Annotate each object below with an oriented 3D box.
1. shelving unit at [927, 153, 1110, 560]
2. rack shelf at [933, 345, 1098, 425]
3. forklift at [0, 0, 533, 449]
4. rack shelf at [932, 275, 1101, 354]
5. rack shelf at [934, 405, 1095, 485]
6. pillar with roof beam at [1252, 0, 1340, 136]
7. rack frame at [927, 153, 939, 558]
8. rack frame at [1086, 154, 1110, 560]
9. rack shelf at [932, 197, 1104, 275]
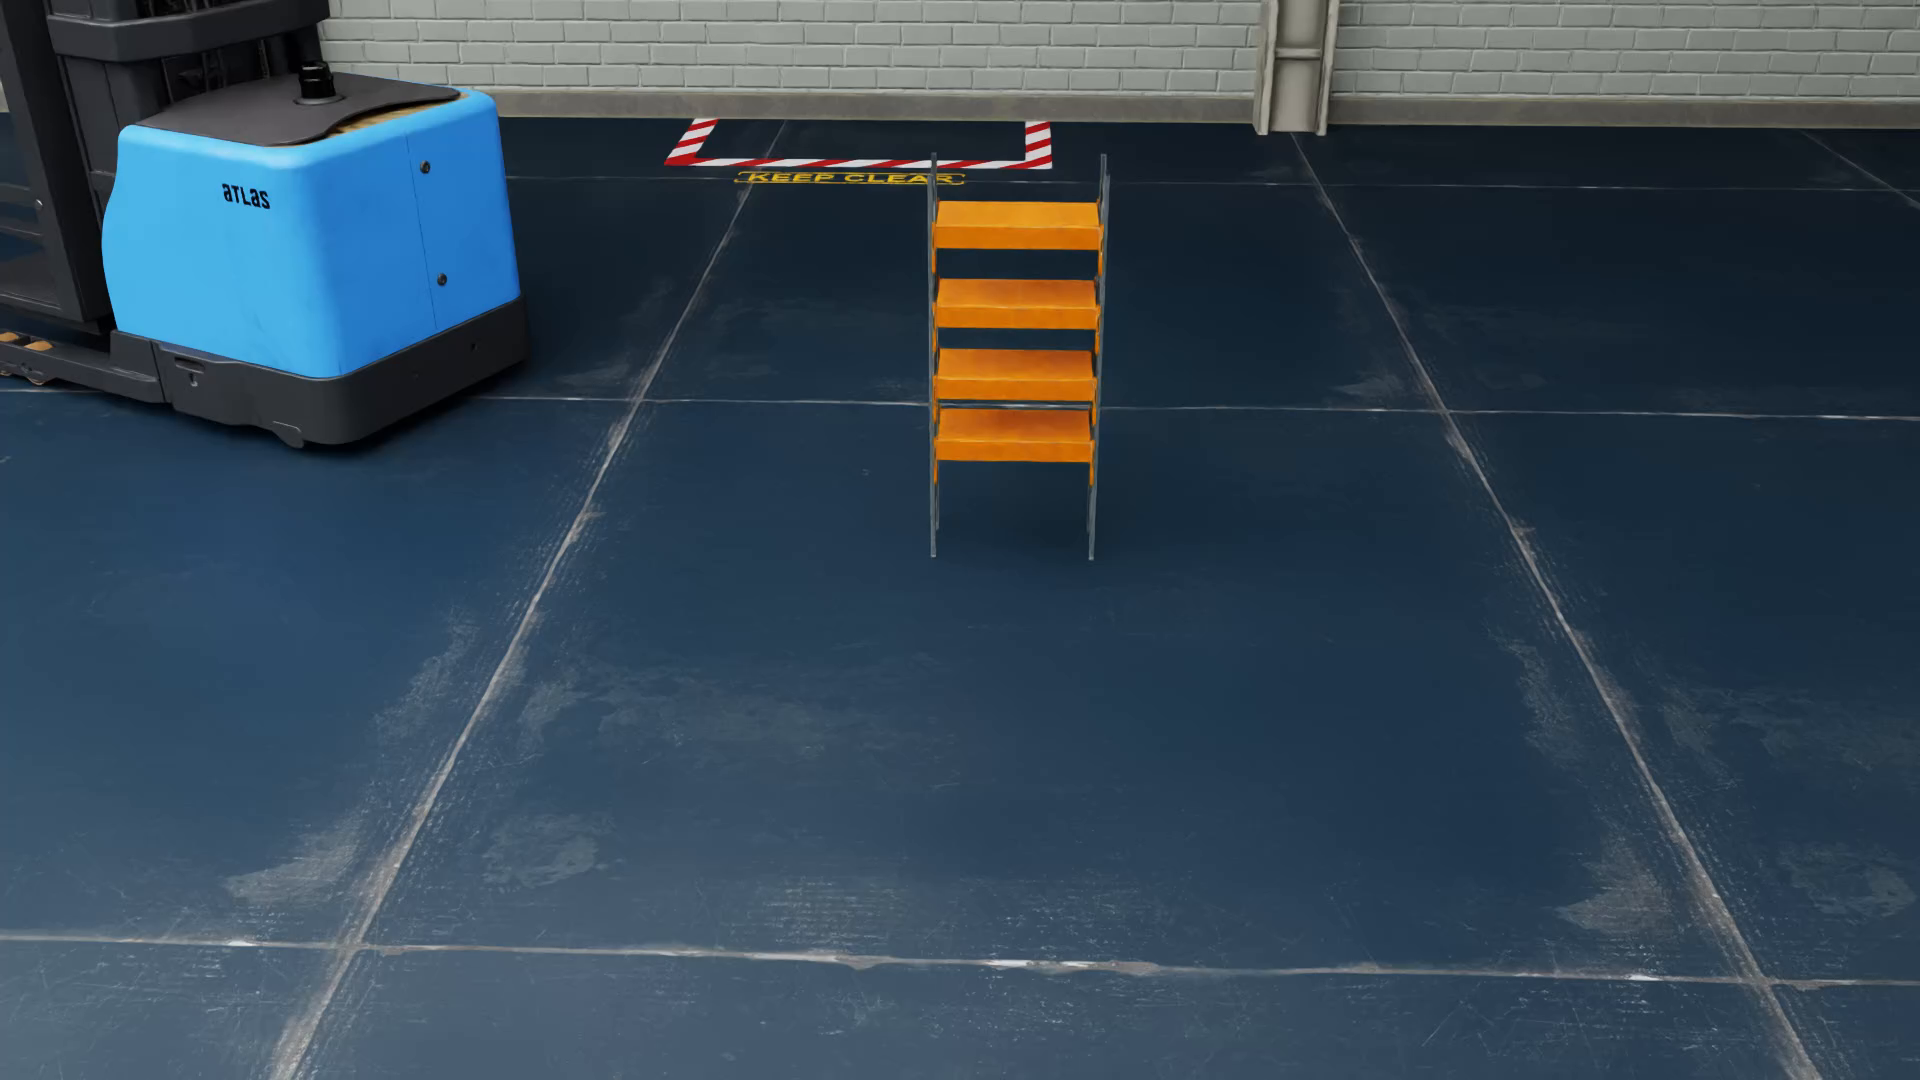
[{"bbox_3d":[0.165,-0.527,4.964,0.503,1.200,0.258,1,28,2],"label":"shelving unit"},{"bbox_3d":[0.165,-0.468,4.995,0.480,0.148,0.258,1,28,2],"label":"rack shelf"},{"bbox_3d":[-3.209,-2.090,6.064,3.031,2.935,1.130,14,31,24],"label":"forklift"},{"bbox_3d":[0.165,-0.666,4.891,0.480,0.148,0.258,1,28,2],"label":"rack shelf"},{"bbox_3d":[0.165,-0.293,5.088,0.480,0.148,0.258,1,28,2],"label":"rack shelf"},{"bbox_3d":[1.793,-4.396,3.935,0.400,9.000,9.100,1,28,2],"label":"pillar with roof beam"},{"bbox_3d":[-0.078,-0.531,4.971,0.015,1.200,0.240,1,28,2],"label":"rack frame"},{"bbox_3d":[0.409,-0.523,4.956,0.015,1.200,0.240,1,28,2],"label":"rack frame"},{"bbox_3d":[0.165,-0.875,4.780,0.480,0.148,0.258,1,28,2],"label":"rack shelf"}]
